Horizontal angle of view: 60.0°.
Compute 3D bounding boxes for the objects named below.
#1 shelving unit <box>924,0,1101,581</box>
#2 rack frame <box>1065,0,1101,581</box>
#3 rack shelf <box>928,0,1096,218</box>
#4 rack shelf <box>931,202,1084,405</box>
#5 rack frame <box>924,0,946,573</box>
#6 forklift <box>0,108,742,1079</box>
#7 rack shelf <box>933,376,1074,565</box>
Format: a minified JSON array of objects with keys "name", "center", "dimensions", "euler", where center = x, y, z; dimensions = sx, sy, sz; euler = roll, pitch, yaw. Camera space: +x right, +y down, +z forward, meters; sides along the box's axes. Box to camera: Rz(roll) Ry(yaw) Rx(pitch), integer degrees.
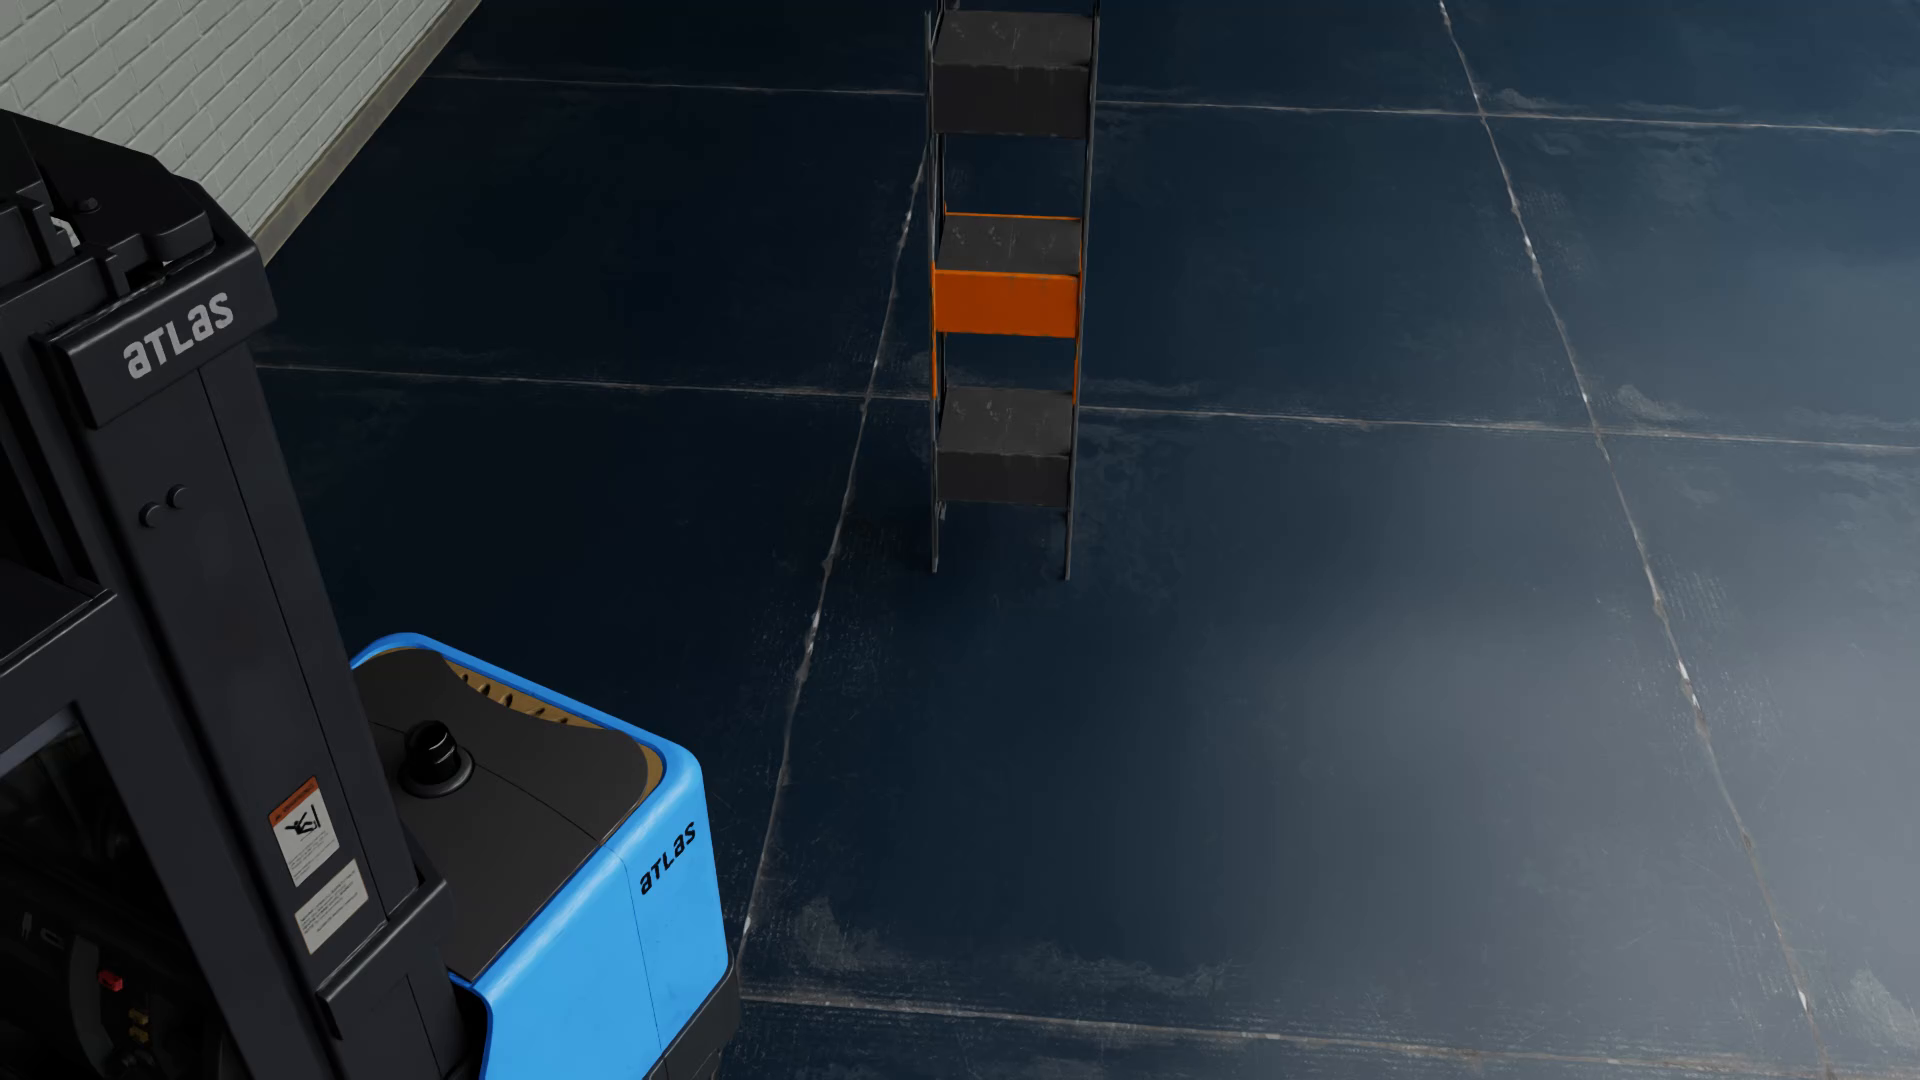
[{"name":"shelving unit","center":[0.165,-0.805,5.576],"dimensions":[0.503,2.100,0.431],"euler":[3,39,4]},{"name":"rack frame","center":[0.408,-0.792,5.560],"dimensions":[0.015,2.100,0.400],"euler":[3,39,4]},{"name":"rack shelf","center":[0.165,-1.338,5.143],"dimensions":[0.480,0.518,0.431],"euler":[3,39,4]},{"name":"rack shelf","center":[0.165,-0.795,5.585],"dimensions":[0.480,0.518,0.431],"euler":[3,39,4]},{"name":"rack frame","center":[-0.078,-0.819,5.592],"dimensions":[0.015,2.100,0.400],"euler":[3,39,4]},{"name":"forklift","center":[-1.747,0.872,2.856],"dimensions":[1.130,2.935,3.031],"euler":[19,43,22]},{"name":"rack shelf","center":[0.165,-0.252,6.027],"dimensions":[0.480,0.518,0.431],"euler":[3,39,4]}]
